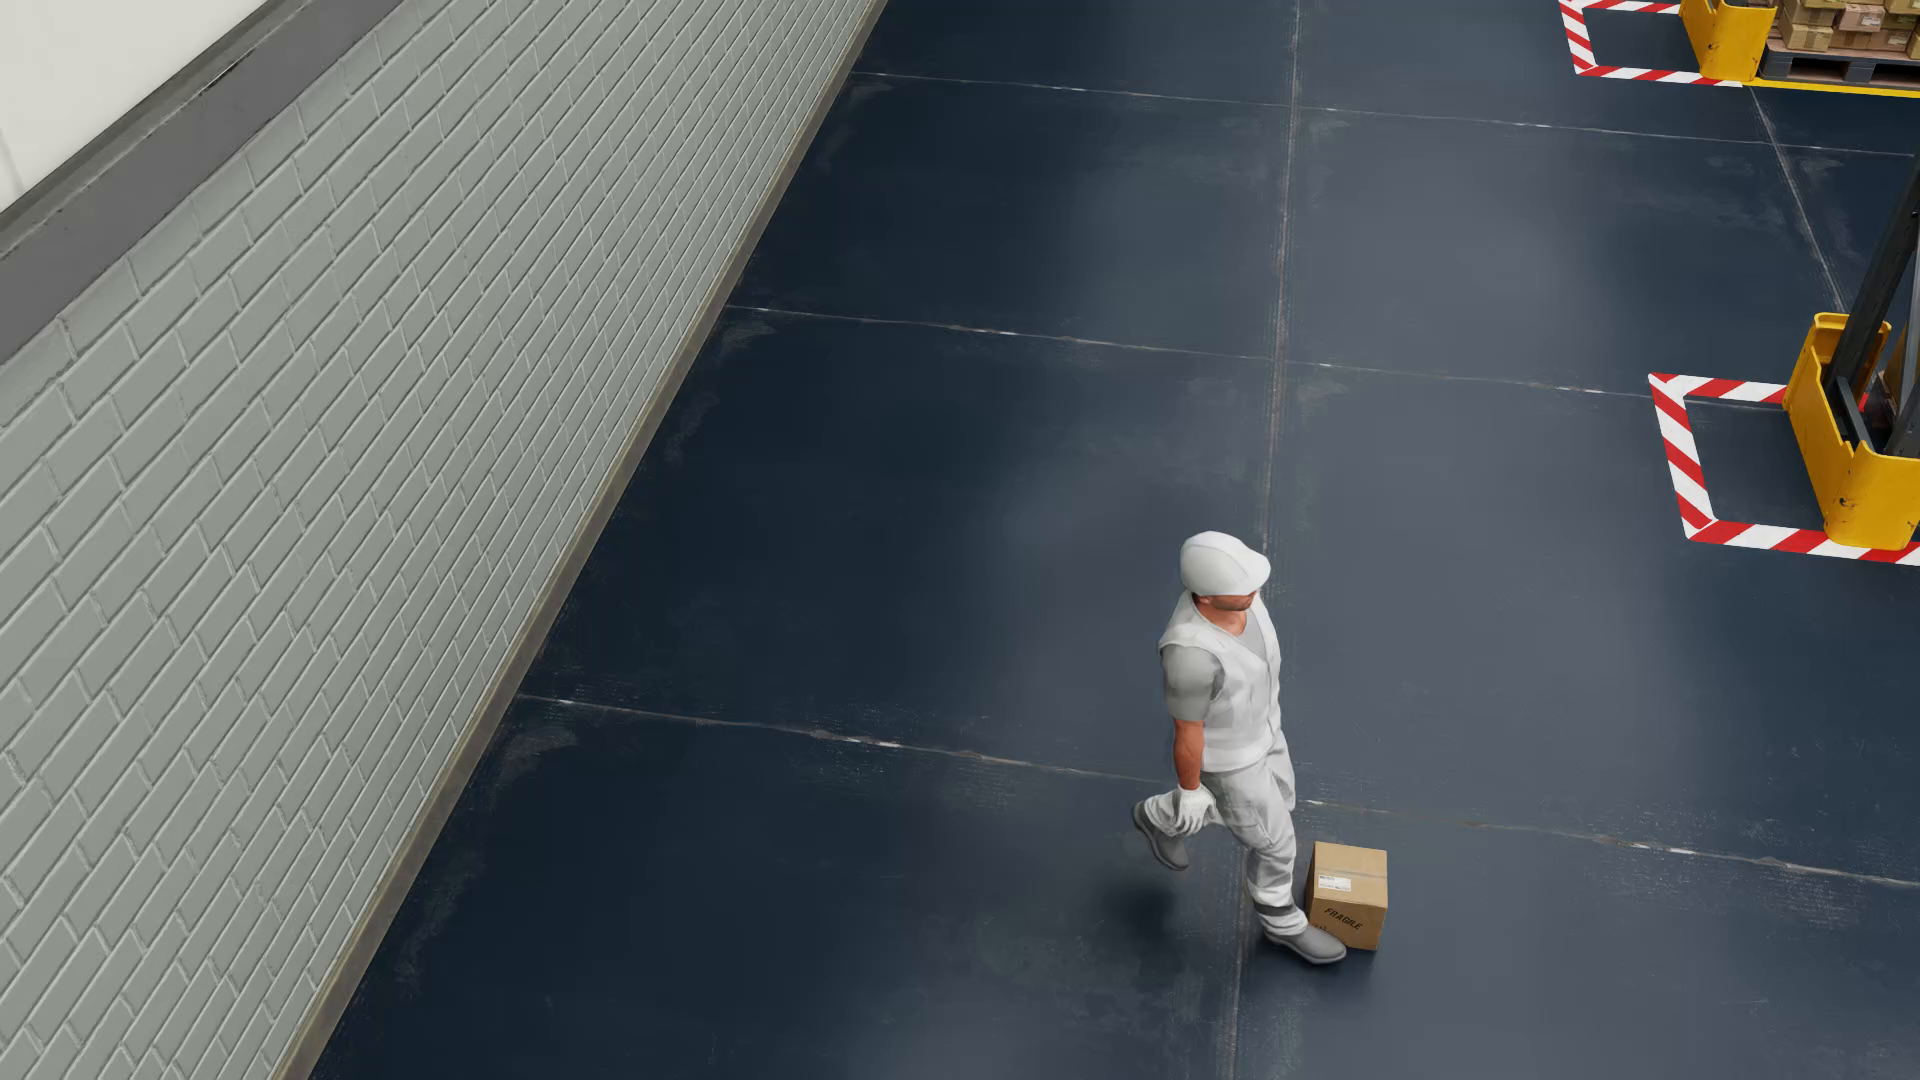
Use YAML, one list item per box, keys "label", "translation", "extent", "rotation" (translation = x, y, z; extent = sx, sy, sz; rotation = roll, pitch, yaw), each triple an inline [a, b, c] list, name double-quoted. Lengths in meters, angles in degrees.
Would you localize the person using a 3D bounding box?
- label: "person"
  translation: [0.972, 0.667, 5.398]
  extent: [0.853, 1.722, 0.626]
  rotation: [18, 43, 20]
